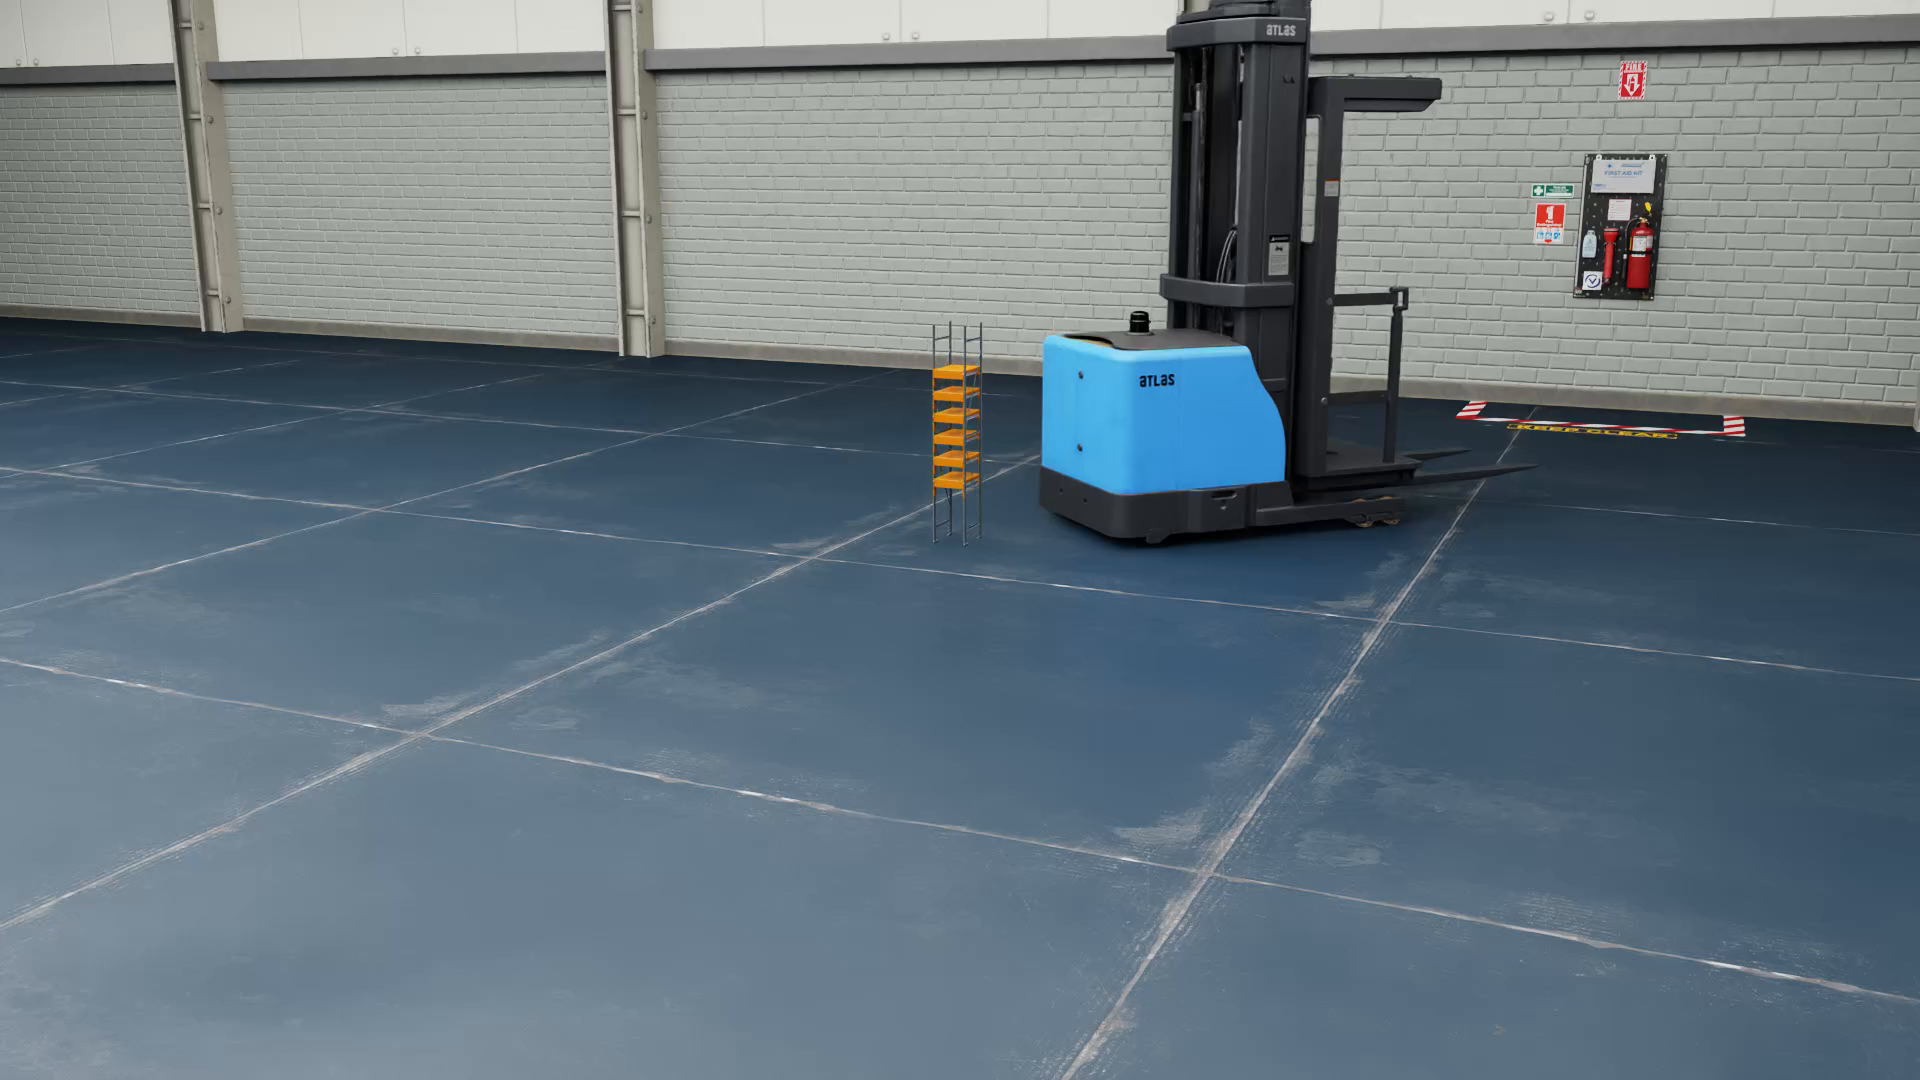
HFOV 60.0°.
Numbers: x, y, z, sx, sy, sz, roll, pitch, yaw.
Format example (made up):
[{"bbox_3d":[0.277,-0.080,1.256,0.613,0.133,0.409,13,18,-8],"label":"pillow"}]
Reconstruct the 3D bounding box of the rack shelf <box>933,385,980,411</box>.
[{"bbox_3d":[-0.013,-0.776,9.079,0.180,0.103,0.258,6,14,23],"label":"rack shelf"}]

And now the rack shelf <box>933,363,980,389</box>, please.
[{"bbox_3d":[-0.013,-0.893,9.051,0.180,0.103,0.258,6,14,23],"label":"rack shelf"}]

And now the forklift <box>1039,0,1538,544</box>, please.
[{"bbox_3d":[2.032,-1.602,9.667,3.031,2.935,1.130,-6,14,-22],"label":"forklift"}]

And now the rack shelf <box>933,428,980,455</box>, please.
[{"bbox_3d":[-0.013,-0.542,9.134,0.180,0.103,0.258,6,14,23],"label":"rack shelf"}]

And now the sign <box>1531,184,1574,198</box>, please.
[{"bbox_3d":[4.908,-2.891,13.772,0.331,0.109,0.001,6,14,23],"label":"sign"}]

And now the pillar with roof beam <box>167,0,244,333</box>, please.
[{"bbox_3d":[-10.586,-5.996,15.109,0.400,9.000,9.100,6,14,23],"label":"pillar with roof beam"}]

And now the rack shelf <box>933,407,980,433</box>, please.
[{"bbox_3d":[-0.013,-0.659,9.106,0.180,0.103,0.258,6,14,23],"label":"rack shelf"}]

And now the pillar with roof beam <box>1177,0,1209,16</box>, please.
[{"bbox_3d":[0.386,-4.886,10.377,0.400,9.000,9.100,6,14,23],"label":"pillar with roof beam"}]

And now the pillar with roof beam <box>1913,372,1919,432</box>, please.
[{"bbox_3d":[5.872,-4.330,8.011,0.400,9.000,9.100,6,14,23],"label":"pillar with roof beam"}]

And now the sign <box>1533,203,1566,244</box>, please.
[{"bbox_3d":[4.908,-2.636,13.842,0.234,0.329,0.001,6,14,23],"label":"sign"}]

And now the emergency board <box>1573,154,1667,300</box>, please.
[{"bbox_3d":[5.372,-2.545,13.537,0.643,1.169,0.194,6,14,23],"label":"emergency board"}]

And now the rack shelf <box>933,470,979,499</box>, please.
[{"bbox_3d":[-0.013,-0.309,9.188,0.180,0.103,0.258,6,14,23],"label":"rack shelf"}]

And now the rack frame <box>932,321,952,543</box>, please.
[{"bbox_3d":[-0.097,-0.594,9.160,0.006,1.200,0.240,6,14,23],"label":"rack frame"}]

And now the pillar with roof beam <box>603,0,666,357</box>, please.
[{"bbox_3d":[-5.100,-5.441,12.743,0.400,9.000,9.100,6,14,23],"label":"pillar with roof beam"}]

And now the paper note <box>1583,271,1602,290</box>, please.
[{"bbox_3d":[5.238,-2.147,13.769,0.142,0.148,0.016,6,14,23],"label":"paper note"}]

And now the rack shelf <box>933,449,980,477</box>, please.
[{"bbox_3d":[-0.013,-0.425,9.161,0.180,0.103,0.258,6,14,23],"label":"rack shelf"}]

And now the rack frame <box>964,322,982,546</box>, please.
[{"bbox_3d":[0.070,-0.577,9.087,0.006,1.200,0.240,6,14,23],"label":"rack frame"}]

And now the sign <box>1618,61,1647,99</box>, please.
[{"bbox_3d":[5.405,-3.696,13.364,0.199,0.298,0.001,6,14,23],"label":"sign"}]

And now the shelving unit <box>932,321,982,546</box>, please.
[{"bbox_3d":[-0.013,-0.585,9.123,0.189,1.200,0.258,6,14,23],"label":"shelving unit"}]
